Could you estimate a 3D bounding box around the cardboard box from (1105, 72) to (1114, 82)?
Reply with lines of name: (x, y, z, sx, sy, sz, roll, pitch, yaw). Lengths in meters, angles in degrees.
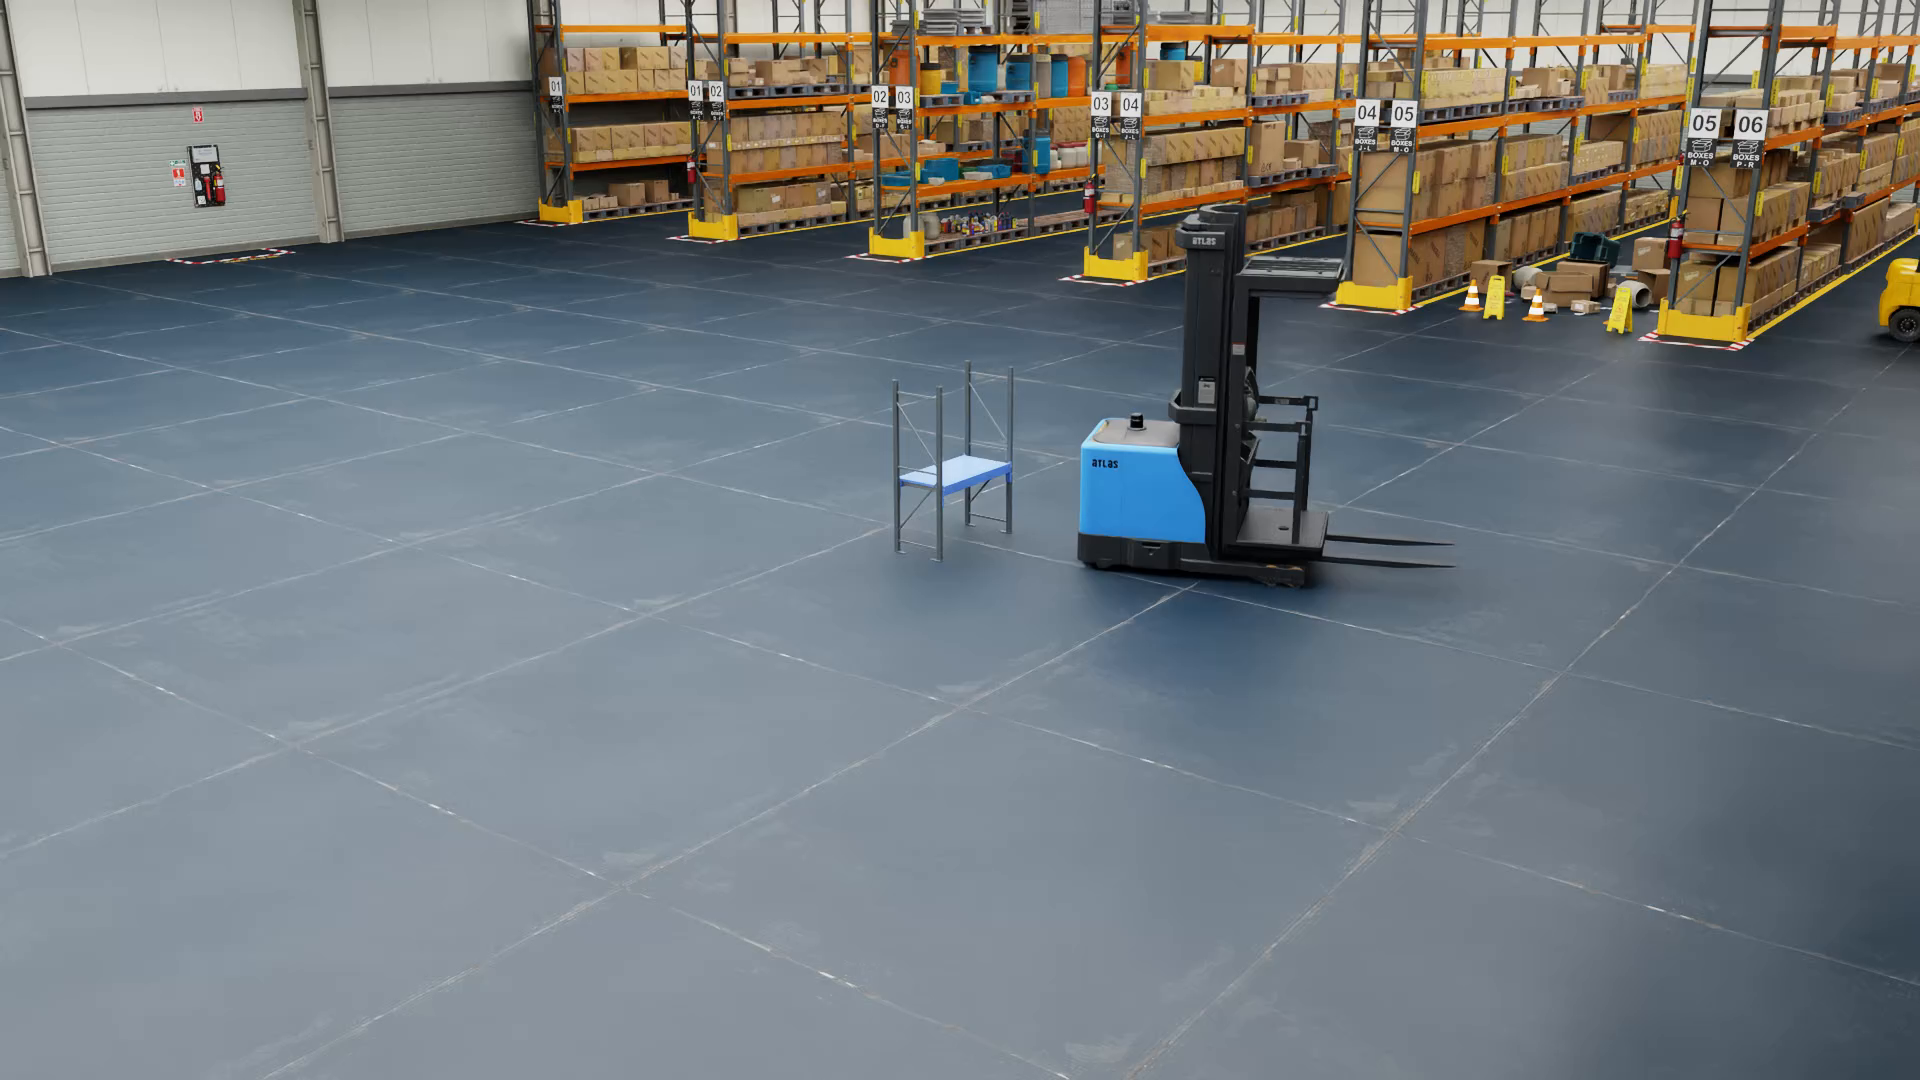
cardboard box: (3.911, -12.754, 45.802, 0.500, 0.250, 0.500, 12, 21, 35)

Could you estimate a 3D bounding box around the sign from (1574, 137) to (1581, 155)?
sign: (11.870, -7.577, 31.985, 0.100, 0.325, 0.005, 12, 21, 35)

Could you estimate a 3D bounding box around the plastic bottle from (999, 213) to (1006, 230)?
plastic bottle: (0.871, -6.639, 34.643, 0.144, 0.351, 0.185, 11, 20, 32)

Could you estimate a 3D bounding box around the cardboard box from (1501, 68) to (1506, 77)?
cardboard box: (9.077, -7.967, 28.338, 0.380, 0.149, 0.250, 12, 21, 34)

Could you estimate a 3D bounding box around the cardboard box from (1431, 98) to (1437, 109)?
cardboard box: (7.269, -6.863, 26.126, 0.380, 0.149, 0.250, 13, 21, 35)

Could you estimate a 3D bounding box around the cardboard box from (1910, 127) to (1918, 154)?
cardboard box: (19.242, -8.178, 34.019, 0.500, 0.500, 0.500, 12, 21, 34)

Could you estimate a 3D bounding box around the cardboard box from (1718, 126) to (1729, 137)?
cardboard box: (10.679, -5.812, 23.621, 0.380, 0.149, 0.250, 13, 21, 35)

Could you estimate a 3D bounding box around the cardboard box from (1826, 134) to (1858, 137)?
cardboard box: (16.767, -7.450, 31.673, 0.500, 0.500, 0.500, 12, 21, 33)

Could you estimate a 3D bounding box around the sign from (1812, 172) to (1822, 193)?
sign: (13.515, -5.637, 26.232, 0.100, 0.325, 0.005, 12, 21, 35)

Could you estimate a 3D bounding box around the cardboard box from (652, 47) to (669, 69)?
cardboard box: (-7.219, -11.362, 39.180, 0.500, 0.500, 0.500, 14, 22, 38)

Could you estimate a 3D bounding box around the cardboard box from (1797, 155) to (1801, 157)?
cardboard box: (14.388, -6.342, 28.582, 0.500, 0.500, 0.500, 13, 21, 36)

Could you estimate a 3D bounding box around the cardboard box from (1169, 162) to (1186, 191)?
cardboard box: (3.616, -6.684, 30.392, 0.875, 0.500, 0.500, 12, 21, 35)

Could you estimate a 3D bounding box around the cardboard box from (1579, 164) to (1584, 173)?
cardboard box: (12.171, -7.401, 33.087, 0.380, 0.149, 0.250, 14, 22, 37)

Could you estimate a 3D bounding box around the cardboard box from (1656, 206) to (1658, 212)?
cardboard box: (15.744, -7.577, 38.036, 0.380, 0.149, 0.250, 12, 21, 34)

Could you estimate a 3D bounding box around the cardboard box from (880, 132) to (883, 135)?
cardboard box: (-2.348, -11.242, 46.128, 0.380, 0.149, 0.250, 13, 22, 36)

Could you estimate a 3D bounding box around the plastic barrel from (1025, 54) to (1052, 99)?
plastic barrel: (1.656, -9.932, 35.617, 0.600, 0.901, 0.600, 0, 17, 0)

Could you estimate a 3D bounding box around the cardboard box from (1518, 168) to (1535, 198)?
cardboard box: (10.169, -6.533, 30.408, 0.500, 0.500, 0.500, 12, 21, 34)

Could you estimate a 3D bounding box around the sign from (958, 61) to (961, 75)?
sign: (-0.014, -11.391, 40.155, 0.100, 0.325, 0.005, 12, 21, 35)

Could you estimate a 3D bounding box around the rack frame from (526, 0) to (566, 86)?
rack frame: (-9.202, -11.607, 36.801, 1.000, 3.000, 0.127, 12, 21, 35)

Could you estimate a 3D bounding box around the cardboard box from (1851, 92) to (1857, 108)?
cardboard box: (14.328, -7.193, 27.187, 0.500, 0.250, 0.500, 12, 21, 34)

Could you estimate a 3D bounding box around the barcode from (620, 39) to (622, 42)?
barcode: (-7.992, -11.780, 39.210, 0.001, 0.075, 0.075, 12, 21, 35)

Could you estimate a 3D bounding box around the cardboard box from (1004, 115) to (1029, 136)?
cardboard box: (1.467, -10.901, 43.765, 0.700, 0.500, 0.500, 5, 18, 16)

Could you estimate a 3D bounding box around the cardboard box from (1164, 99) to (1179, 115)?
cardboard box: (3.530, -7.670, 29.433, 0.500, 0.250, 0.500, 12, 21, 33)

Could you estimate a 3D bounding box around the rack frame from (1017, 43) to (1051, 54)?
rack frame: (1.929, -13.591, 43.188, 1.000, 3.000, 0.127, 12, 21, 35)

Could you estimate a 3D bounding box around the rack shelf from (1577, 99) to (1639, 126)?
rack shelf: (12.614, -8.687, 33.666, 1.077, 0.370, 4.000, 12, 21, 35)

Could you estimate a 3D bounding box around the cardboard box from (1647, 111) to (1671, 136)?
cardboard box: (15.512, -9.295, 37.114, 0.500, 0.500, 0.500, 14, 22, 37)

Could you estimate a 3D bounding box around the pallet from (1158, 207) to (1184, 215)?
pallet: (4.685, -8.050, 40.162, 1.003, 0.211, 1.213, 12, 21, 35)

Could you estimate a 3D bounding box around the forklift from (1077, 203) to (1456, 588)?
forklift: (2.551, -1.190, 13.486, 3.031, 2.935, 1.130, 5, 18, 14)

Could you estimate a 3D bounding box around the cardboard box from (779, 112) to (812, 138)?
cardboard box: (-3.696, -9.141, 36.619, 0.700, 0.500, 0.500, 12, 21, 35)

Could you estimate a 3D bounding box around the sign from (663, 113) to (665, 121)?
sign: (-7.266, -10.345, 40.900, 0.100, 0.325, 0.005, 12, 21, 35)

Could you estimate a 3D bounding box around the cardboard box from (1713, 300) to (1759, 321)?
cardboard box: (11.394, -3.396, 24.402, 0.500, 0.250, 0.500, 12, 21, 34)

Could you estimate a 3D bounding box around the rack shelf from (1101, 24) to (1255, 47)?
rack shelf: (3.924, -9.113, 29.986, 1.077, 0.370, 4.000, 12, 21, 35)

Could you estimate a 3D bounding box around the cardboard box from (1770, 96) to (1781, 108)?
cardboard box: (11.403, -6.219, 23.585, 0.380, 0.149, 0.250, 12, 21, 35)

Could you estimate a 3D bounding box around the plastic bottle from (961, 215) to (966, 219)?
plastic bottle: (0.080, -6.661, 34.828, 0.061, 0.283, 0.133, 14, 22, 37)

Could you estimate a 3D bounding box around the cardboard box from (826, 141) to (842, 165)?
cardboard box: (-3.097, -8.762, 37.584, 0.700, 0.500, 0.500, 12, 21, 33)

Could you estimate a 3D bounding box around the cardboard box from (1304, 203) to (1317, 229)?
cardboard box: (7.116, -6.875, 35.151, 0.700, 0.500, 0.500, 11, 20, 32)

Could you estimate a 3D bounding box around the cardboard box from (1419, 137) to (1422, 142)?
cardboard box: (10.373, -9.472, 38.527, 0.500, 0.500, 0.500, 12, 21, 35)

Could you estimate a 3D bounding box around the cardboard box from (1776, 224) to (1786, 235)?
cardboard box: (12.225, -4.702, 25.102, 0.380, 0.149, 0.250, 13, 21, 35)

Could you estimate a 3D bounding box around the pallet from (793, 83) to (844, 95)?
pallet: (-3.325, -10.003, 36.842, 1.003, 0.211, 1.213, 12, 21, 35)

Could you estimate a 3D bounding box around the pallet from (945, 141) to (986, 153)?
pallet: (-0.107, -9.856, 41.598, 1.213, 0.211, 1.003, 12, 21, 35)

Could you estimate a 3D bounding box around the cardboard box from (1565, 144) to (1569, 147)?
cardboard box: (12.432, -8.118, 34.392, 0.380, 0.149, 0.250, 13, 22, 37)

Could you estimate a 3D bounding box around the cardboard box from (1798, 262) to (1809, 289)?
cardboard box: (13.385, -4.389, 27.394, 0.950, 0.372, 0.625, 13, 21, 35)

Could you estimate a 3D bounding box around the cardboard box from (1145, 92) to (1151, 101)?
cardboard box: (3.082, -7.693, 28.832, 0.380, 0.149, 0.250, 12, 21, 34)

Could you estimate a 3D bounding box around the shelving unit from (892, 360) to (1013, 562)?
shelving unit: (-0.051, -0.696, 14.308, 0.538, 1.500, 1.048, 12, 21, 35)

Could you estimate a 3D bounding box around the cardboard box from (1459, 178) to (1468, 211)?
cardboard box: (8.103, -5.908, 28.309, 0.875, 0.550, 0.550, 12, 21, 35)

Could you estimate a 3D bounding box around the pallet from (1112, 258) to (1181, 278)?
pallet: (3.290, -4.990, 30.309, 1.003, 0.211, 1.213, 12, 21, 35)

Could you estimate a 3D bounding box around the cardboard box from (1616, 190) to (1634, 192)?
cardboard box: (15.283, -7.961, 38.270, 0.380, 0.149, 0.250, 12, 21, 35)

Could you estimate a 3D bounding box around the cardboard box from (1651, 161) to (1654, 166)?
cardboard box: (15.239, -8.422, 37.082, 0.380, 0.149, 0.250, 13, 21, 36)

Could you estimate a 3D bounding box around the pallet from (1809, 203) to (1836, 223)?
pallet: (13.647, -5.383, 27.195, 1.003, 0.211, 1.213, 12, 21, 35)

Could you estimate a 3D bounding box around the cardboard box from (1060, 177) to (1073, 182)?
cardboard box: (2.860, -9.853, 45.301, 0.380, 0.166, 0.250, 12, 21, 35)

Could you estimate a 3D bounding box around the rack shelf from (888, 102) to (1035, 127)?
rack shelf: (-0.054, -8.557, 33.249, 1.077, 0.370, 4.000, 12, 21, 35)

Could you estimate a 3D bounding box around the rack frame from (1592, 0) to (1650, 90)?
rack frame: (13.806, -10.939, 34.649, 1.000, 3.000, 0.127, 12, 21, 35)

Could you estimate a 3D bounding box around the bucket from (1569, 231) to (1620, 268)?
bucket: (10.810, -4.892, 28.246, 0.620, 0.611, 0.726, 0, 14, -35)

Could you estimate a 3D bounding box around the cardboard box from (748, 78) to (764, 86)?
cardboard box: (-4.379, -9.697, 35.186, 0.380, 0.149, 0.250, 12, 21, 35)
